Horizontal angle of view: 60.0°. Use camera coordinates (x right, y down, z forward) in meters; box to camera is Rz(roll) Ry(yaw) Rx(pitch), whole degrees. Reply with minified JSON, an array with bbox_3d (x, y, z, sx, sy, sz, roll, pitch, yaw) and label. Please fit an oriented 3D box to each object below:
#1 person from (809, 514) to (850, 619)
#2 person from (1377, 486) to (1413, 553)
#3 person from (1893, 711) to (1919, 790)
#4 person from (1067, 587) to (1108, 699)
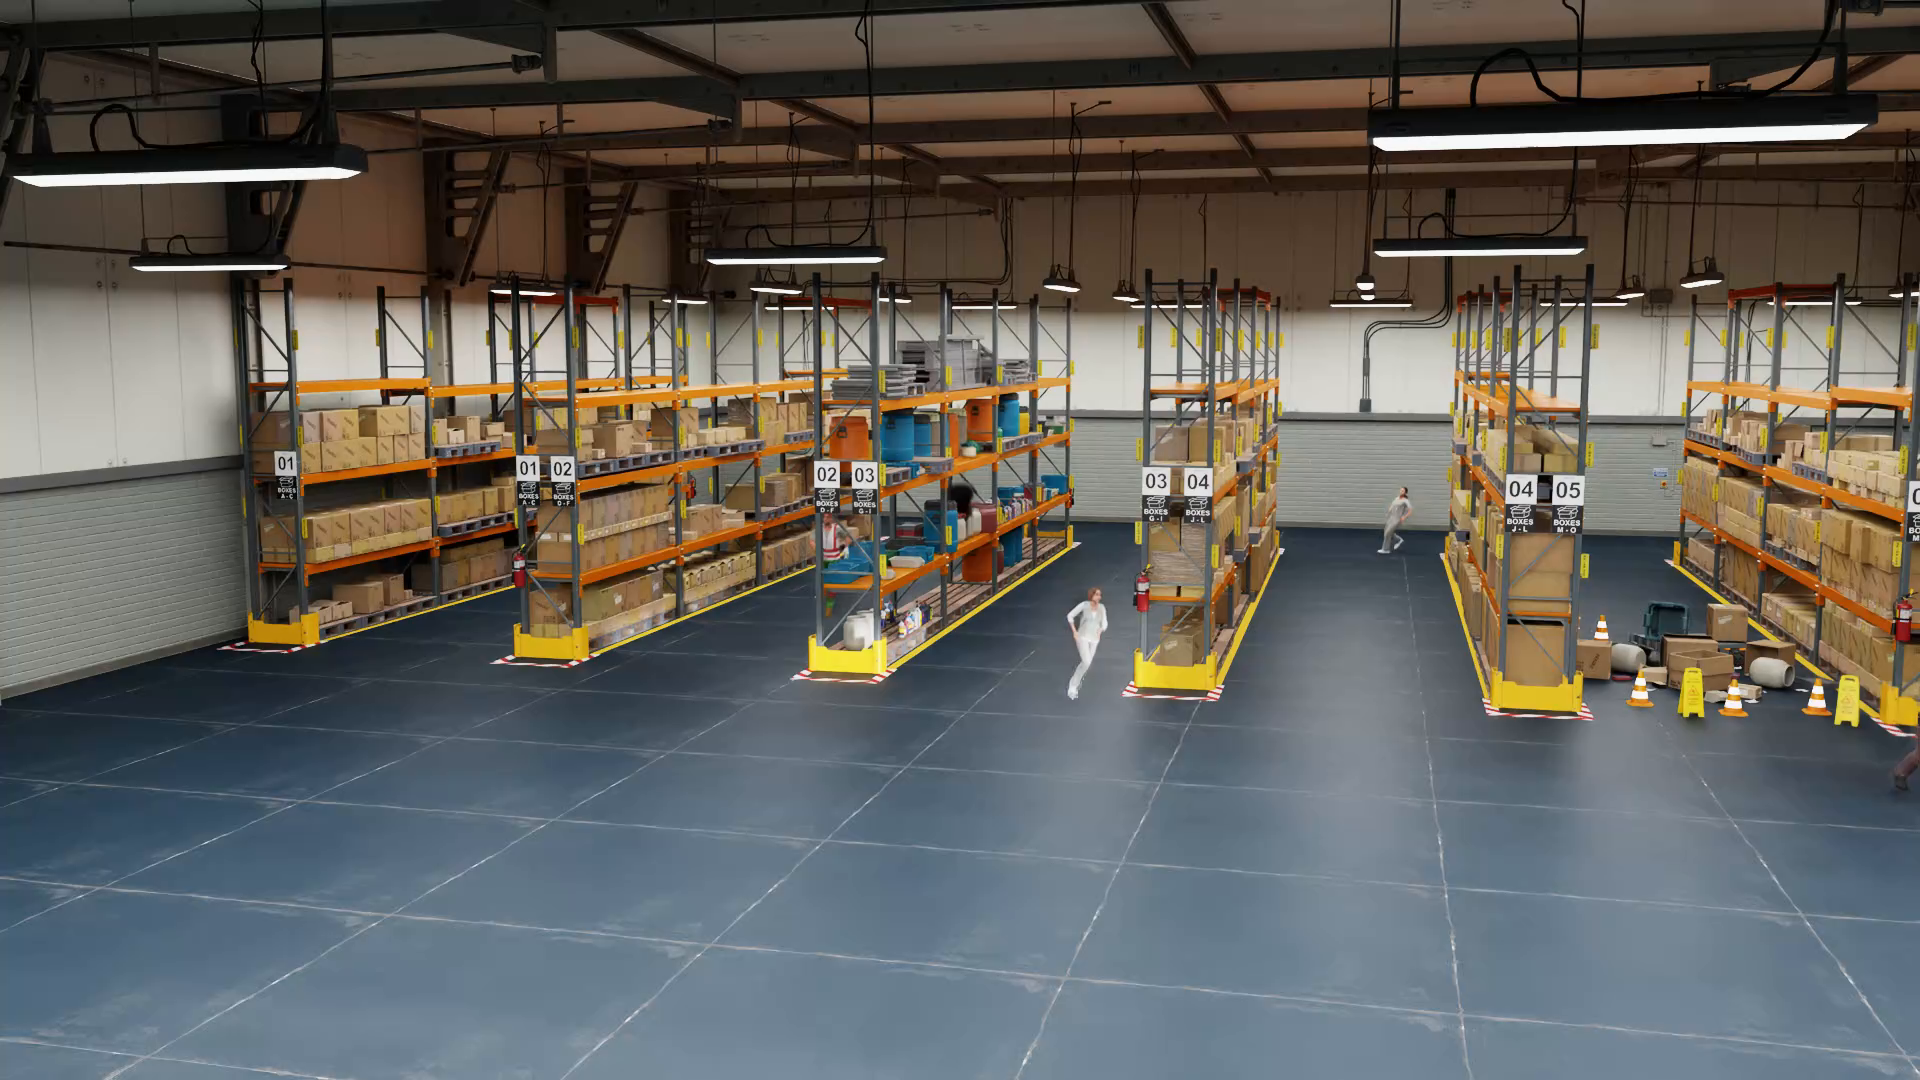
[{"bbox_3d":[-2.270,0.379,28.742,0.680,1.850,0.795,1,7,11],"label":"person"},{"bbox_3d":[10.229,-0.466,38.975,0.692,1.591,0.633,-2,7,-20],"label":"person"},{"bbox_3d":[10.578,2.064,18.030,0.701,1.682,0.993,-2,7,-12],"label":"person"},{"bbox_3d":[1.791,1.437,23.363,0.582,1.564,0.590,-3,7,-23],"label":"person"}]
